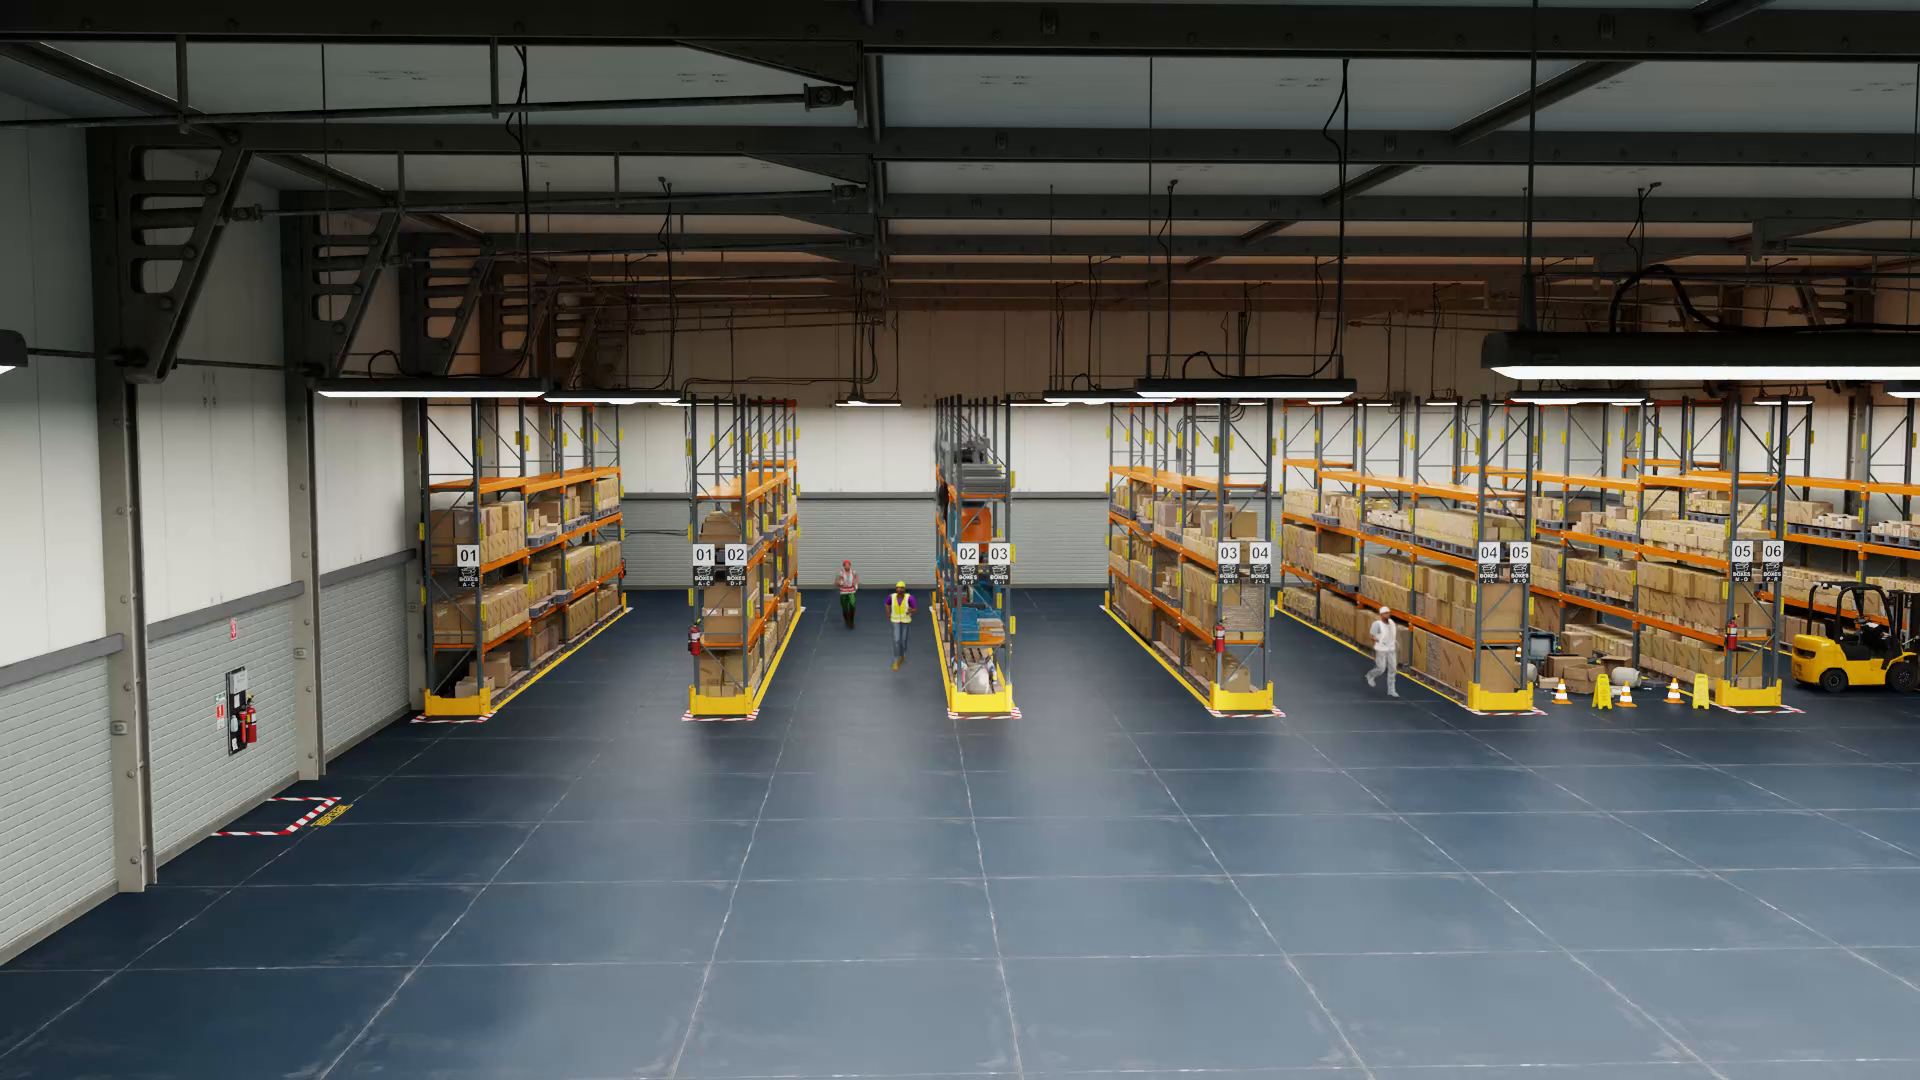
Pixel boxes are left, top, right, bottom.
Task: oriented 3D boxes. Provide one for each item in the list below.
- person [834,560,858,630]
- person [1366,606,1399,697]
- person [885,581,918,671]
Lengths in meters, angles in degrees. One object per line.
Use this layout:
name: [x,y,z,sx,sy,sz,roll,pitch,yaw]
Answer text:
person: [-2.966,1.424,43.473,0.631,1.822,0.812,0,5,-6]
person: [8.501,2.209,33.288,0.682,1.768,0.940,-2,5,-21]
person: [-1.238,1.805,35.234,0.678,1.876,0.749,0,5,-3]
